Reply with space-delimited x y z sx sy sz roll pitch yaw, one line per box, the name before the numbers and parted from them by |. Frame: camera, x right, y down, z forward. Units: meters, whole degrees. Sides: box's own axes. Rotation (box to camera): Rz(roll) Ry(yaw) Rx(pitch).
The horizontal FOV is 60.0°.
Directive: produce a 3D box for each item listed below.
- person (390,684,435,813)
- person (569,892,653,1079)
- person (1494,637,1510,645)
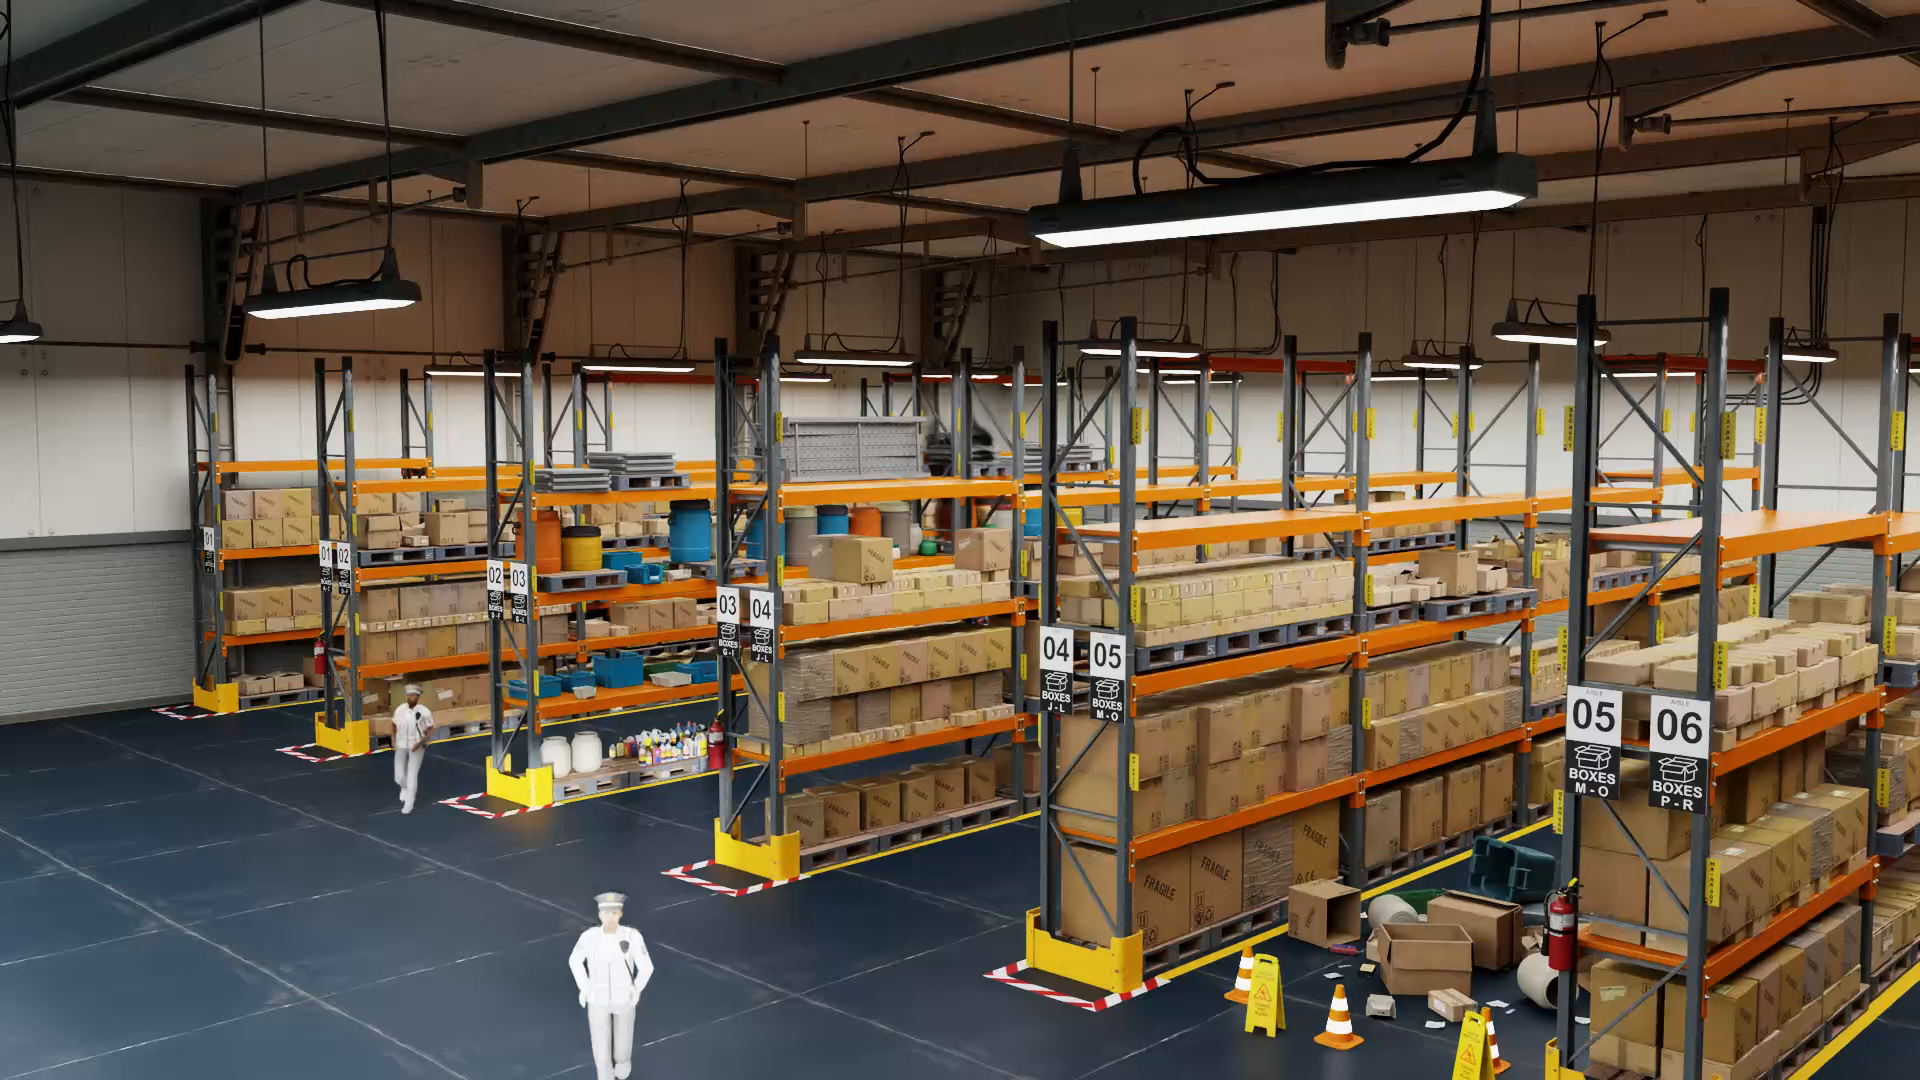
person | -7.131 2.700 21.644 0.583 1.679 0.533 0 4 -2
person | -2.573 3.405 12.266 0.618 1.687 0.758 -1 4 -9
person | 8.211 2.366 25.214 0.730 1.813 0.681 -3 6 -38
